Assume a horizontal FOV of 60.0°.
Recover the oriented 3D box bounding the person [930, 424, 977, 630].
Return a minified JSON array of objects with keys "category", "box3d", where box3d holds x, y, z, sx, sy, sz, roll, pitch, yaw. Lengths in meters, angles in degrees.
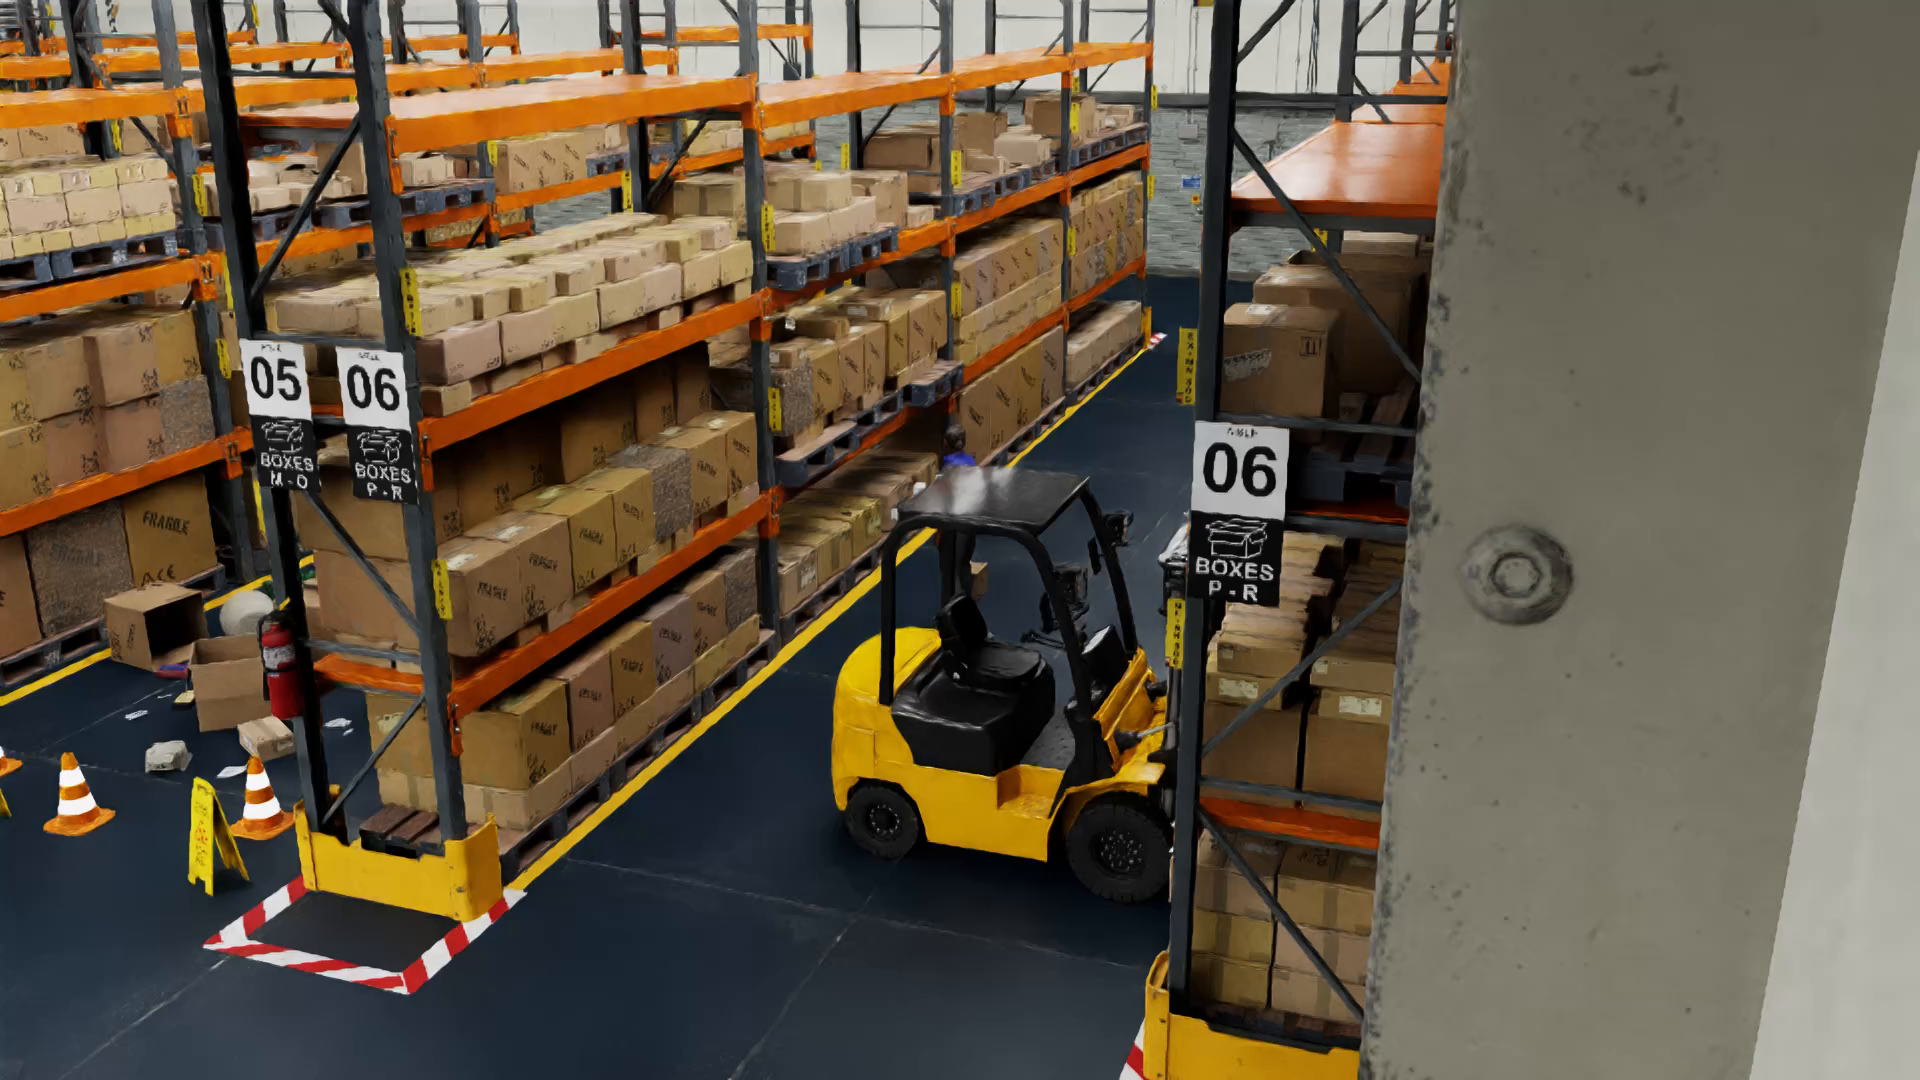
[{"category":"person","box3d":[-0.053,-0.087,13.081,0.375,1.700,0.497,9,21,25]}]
